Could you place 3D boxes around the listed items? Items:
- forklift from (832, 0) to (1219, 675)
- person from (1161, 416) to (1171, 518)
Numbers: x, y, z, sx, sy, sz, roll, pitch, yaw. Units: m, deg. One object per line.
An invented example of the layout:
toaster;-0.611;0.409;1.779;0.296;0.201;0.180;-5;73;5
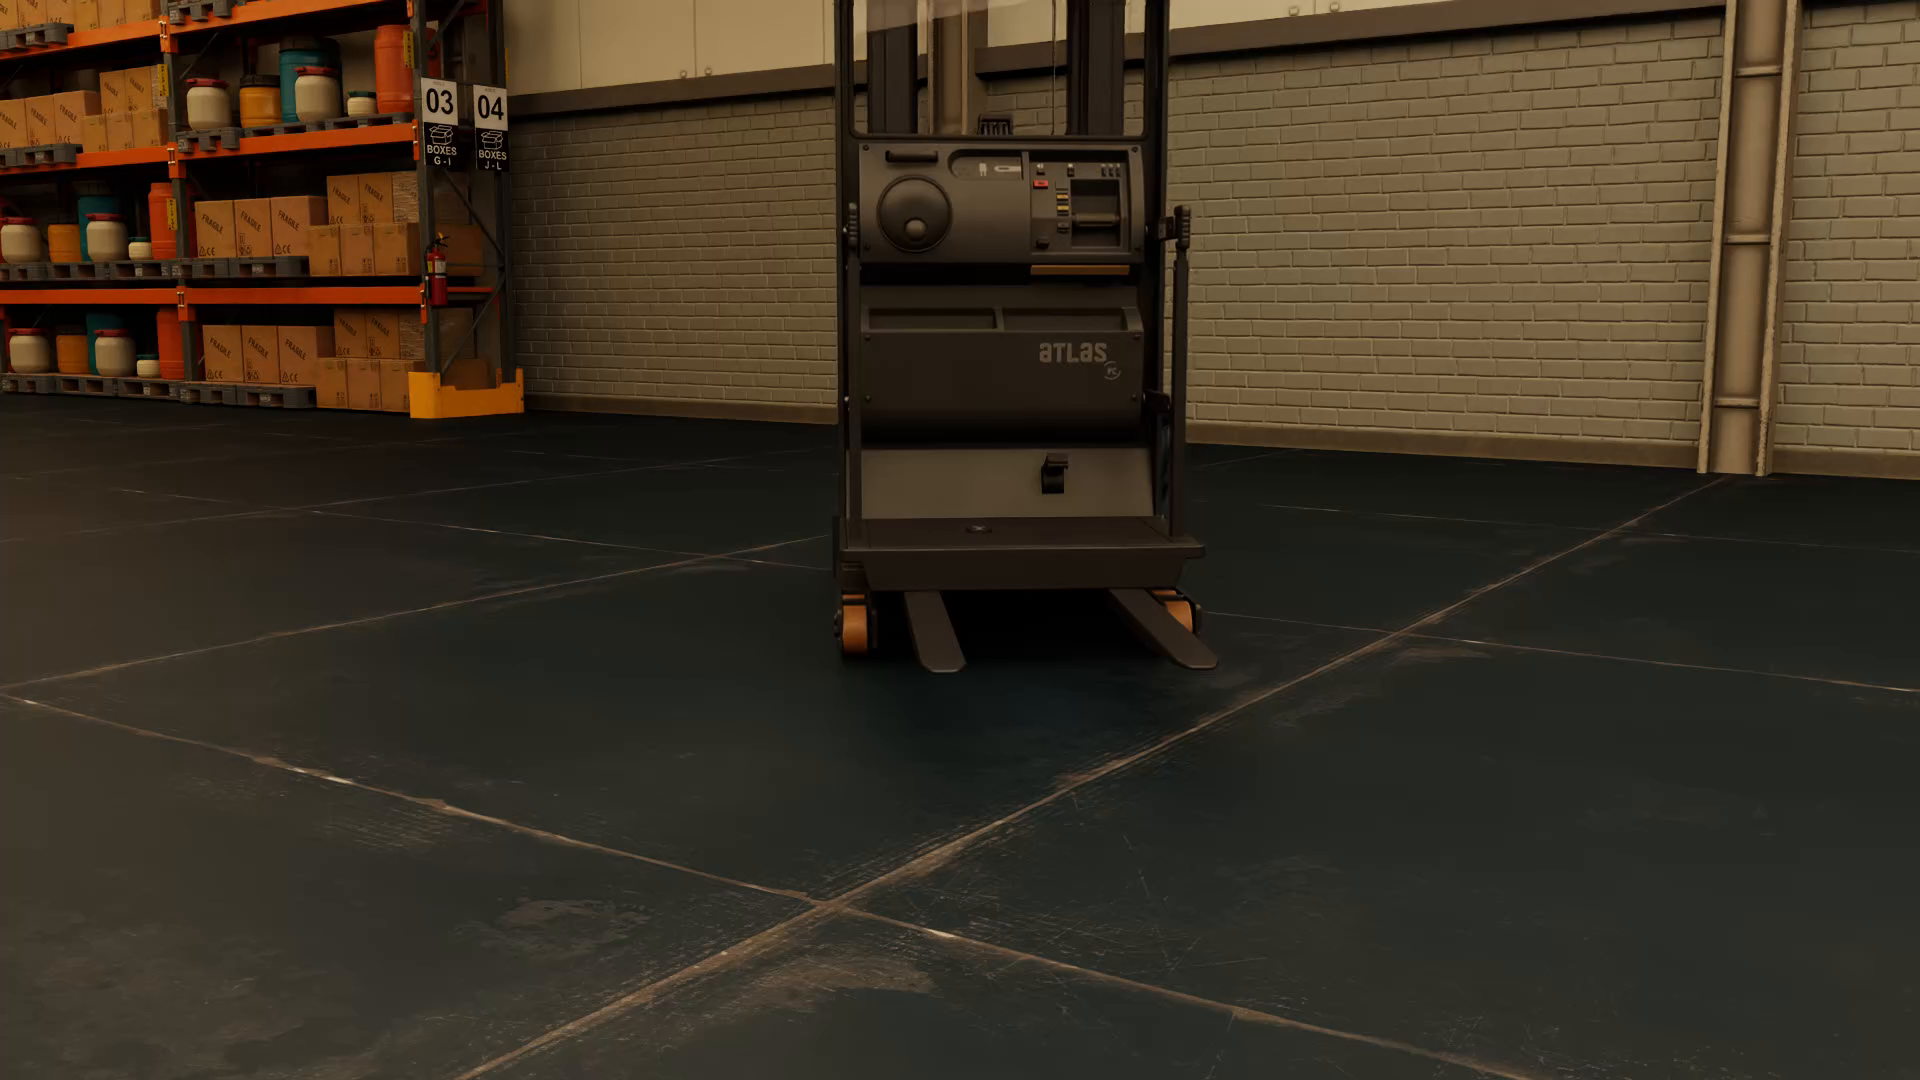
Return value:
forklift;0.154;-1.140;5.210;1.130;2.935;3.031;-1;8;-4
person;0.610;-0.713;7.842;0.803;1.385;0.930;-5;9;-31
